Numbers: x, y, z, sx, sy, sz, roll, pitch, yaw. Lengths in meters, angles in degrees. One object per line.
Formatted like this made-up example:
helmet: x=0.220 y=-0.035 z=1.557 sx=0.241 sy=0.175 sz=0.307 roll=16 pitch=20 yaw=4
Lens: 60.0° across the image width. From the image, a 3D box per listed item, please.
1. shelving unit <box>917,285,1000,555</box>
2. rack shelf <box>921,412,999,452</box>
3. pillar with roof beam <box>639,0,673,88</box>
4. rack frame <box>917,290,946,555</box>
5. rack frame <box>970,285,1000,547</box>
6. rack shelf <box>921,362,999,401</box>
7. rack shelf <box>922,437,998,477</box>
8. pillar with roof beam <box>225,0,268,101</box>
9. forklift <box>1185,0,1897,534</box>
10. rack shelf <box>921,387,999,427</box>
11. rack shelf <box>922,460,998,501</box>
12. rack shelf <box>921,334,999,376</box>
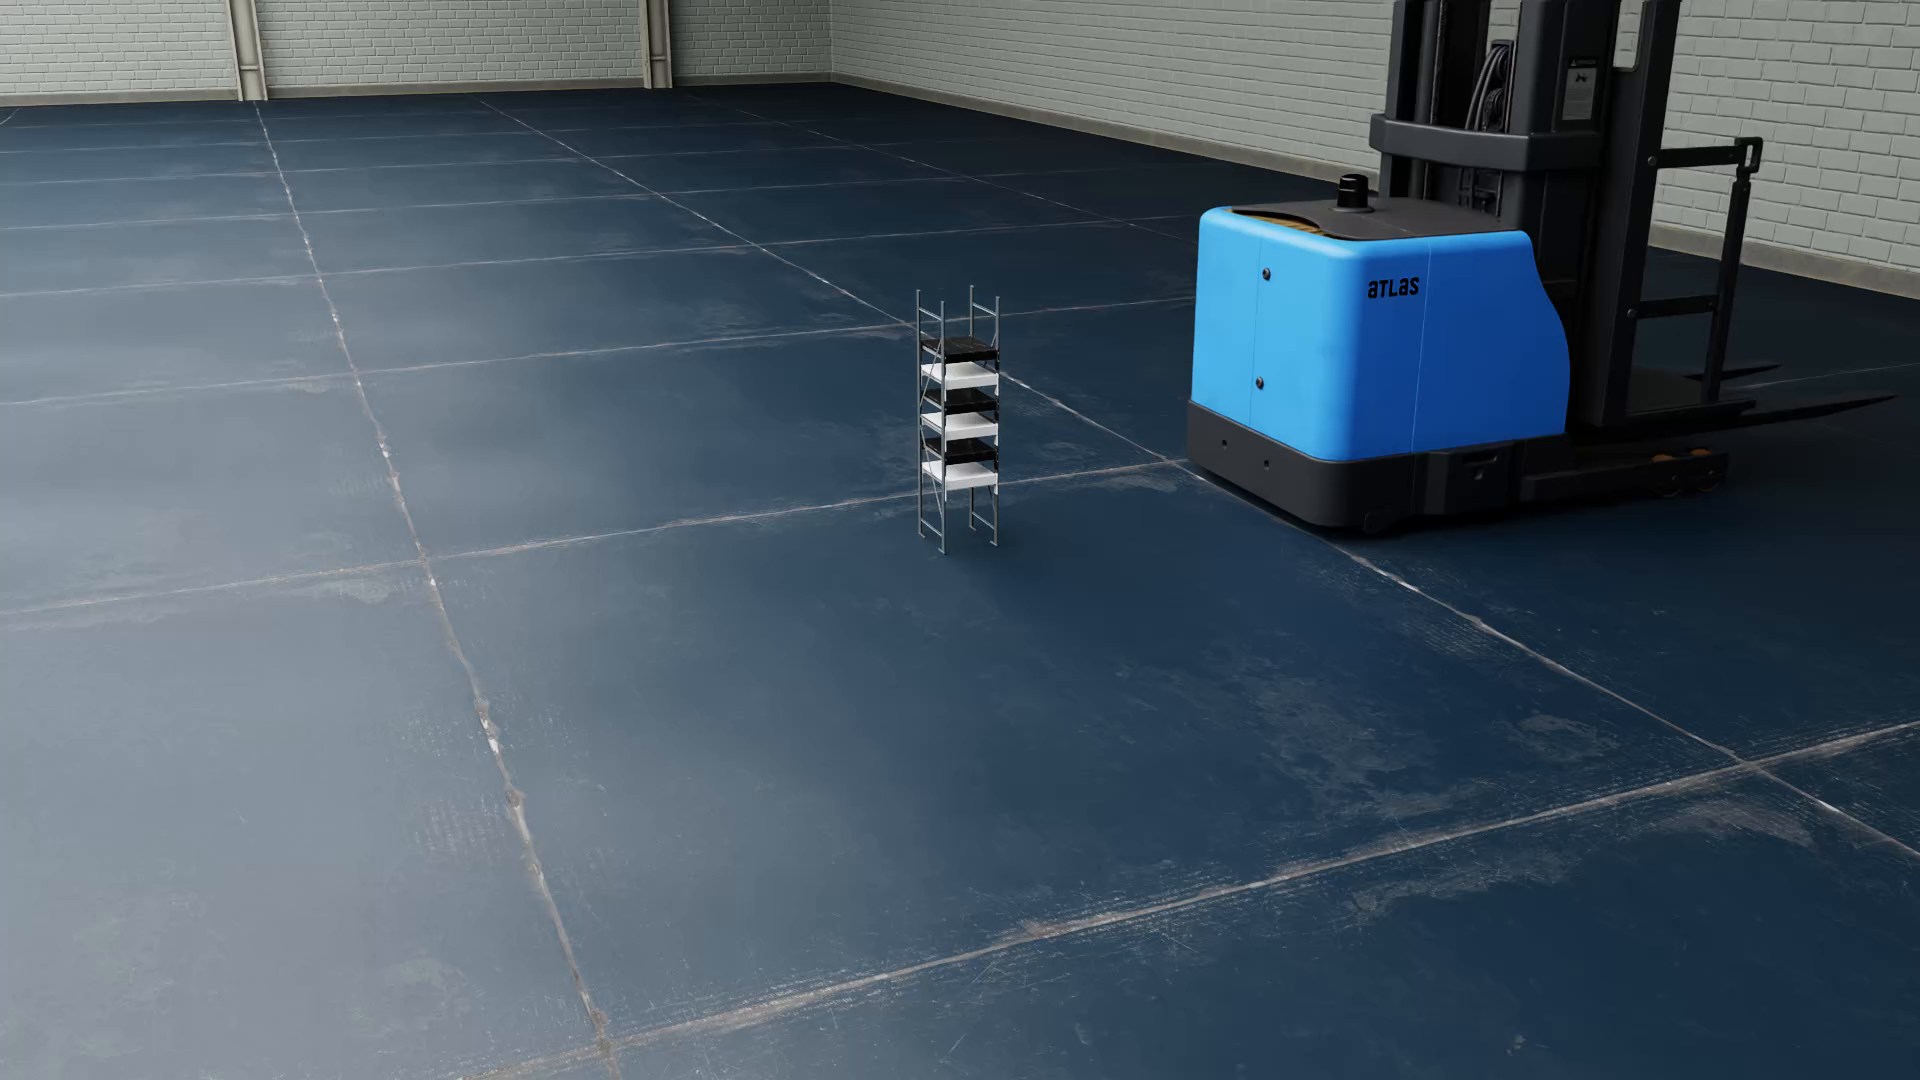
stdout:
shelving unit: x=-0.007 y=-0.423 z=5.870 sx=0.210 sy=0.900 sz=0.258 roll=-8 pitch=21 yaw=-22
rack shelf: x=-0.007 y=-0.392 z=5.881 sx=0.200 sy=0.077 sz=0.258 roll=-8 pitch=21 yaw=-22
pillar with roof beam: x=-3.109 y=-10.155 z=21.313 sx=0.400 sy=9.000 sz=9.100 roll=-8 pitch=21 yaw=-22
rack frame: x=-0.101 y=-0.410 z=5.832 sx=0.006 sy=0.900 sz=0.240 roll=-8 pitch=21 yaw=-22
rack frame: x=0.086 y=-0.437 z=5.908 sx=0.006 sy=0.900 sz=0.240 roll=-8 pitch=21 yaw=-22
rack shelf: x=-0.007 y=-0.562 z=5.821 sx=0.200 sy=0.077 sz=0.258 roll=-8 pitch=21 yaw=-22
rack shelf: x=-0.007 y=-0.307 z=5.911 sx=0.200 sy=0.077 sz=0.258 roll=-8 pitch=21 yaw=-22
pillar with roof beam: x=-8.619 y=-9.365 z=19.071 sx=0.400 sy=9.000 sz=9.100 roll=-8 pitch=21 yaw=-22
forklift: x=2.484 y=-1.703 z=6.444 sx=3.031 sy=2.935 sz=1.130 roll=-8 pitch=21 yaw=-21
rack shelf: x=-0.007 y=-0.477 z=5.851 sx=0.200 sy=0.077 sz=0.258 roll=-8 pitch=21 yaw=-22
rack shelf: x=-0.007 y=-0.222 z=5.940 sx=0.200 sy=0.077 sz=0.258 roll=-8 pitch=21 yaw=-22
rack shelf: x=-0.007 y=-0.647 z=5.791 sx=0.200 sy=0.077 sz=0.258 roll=-8 pitch=21 yaw=-22
